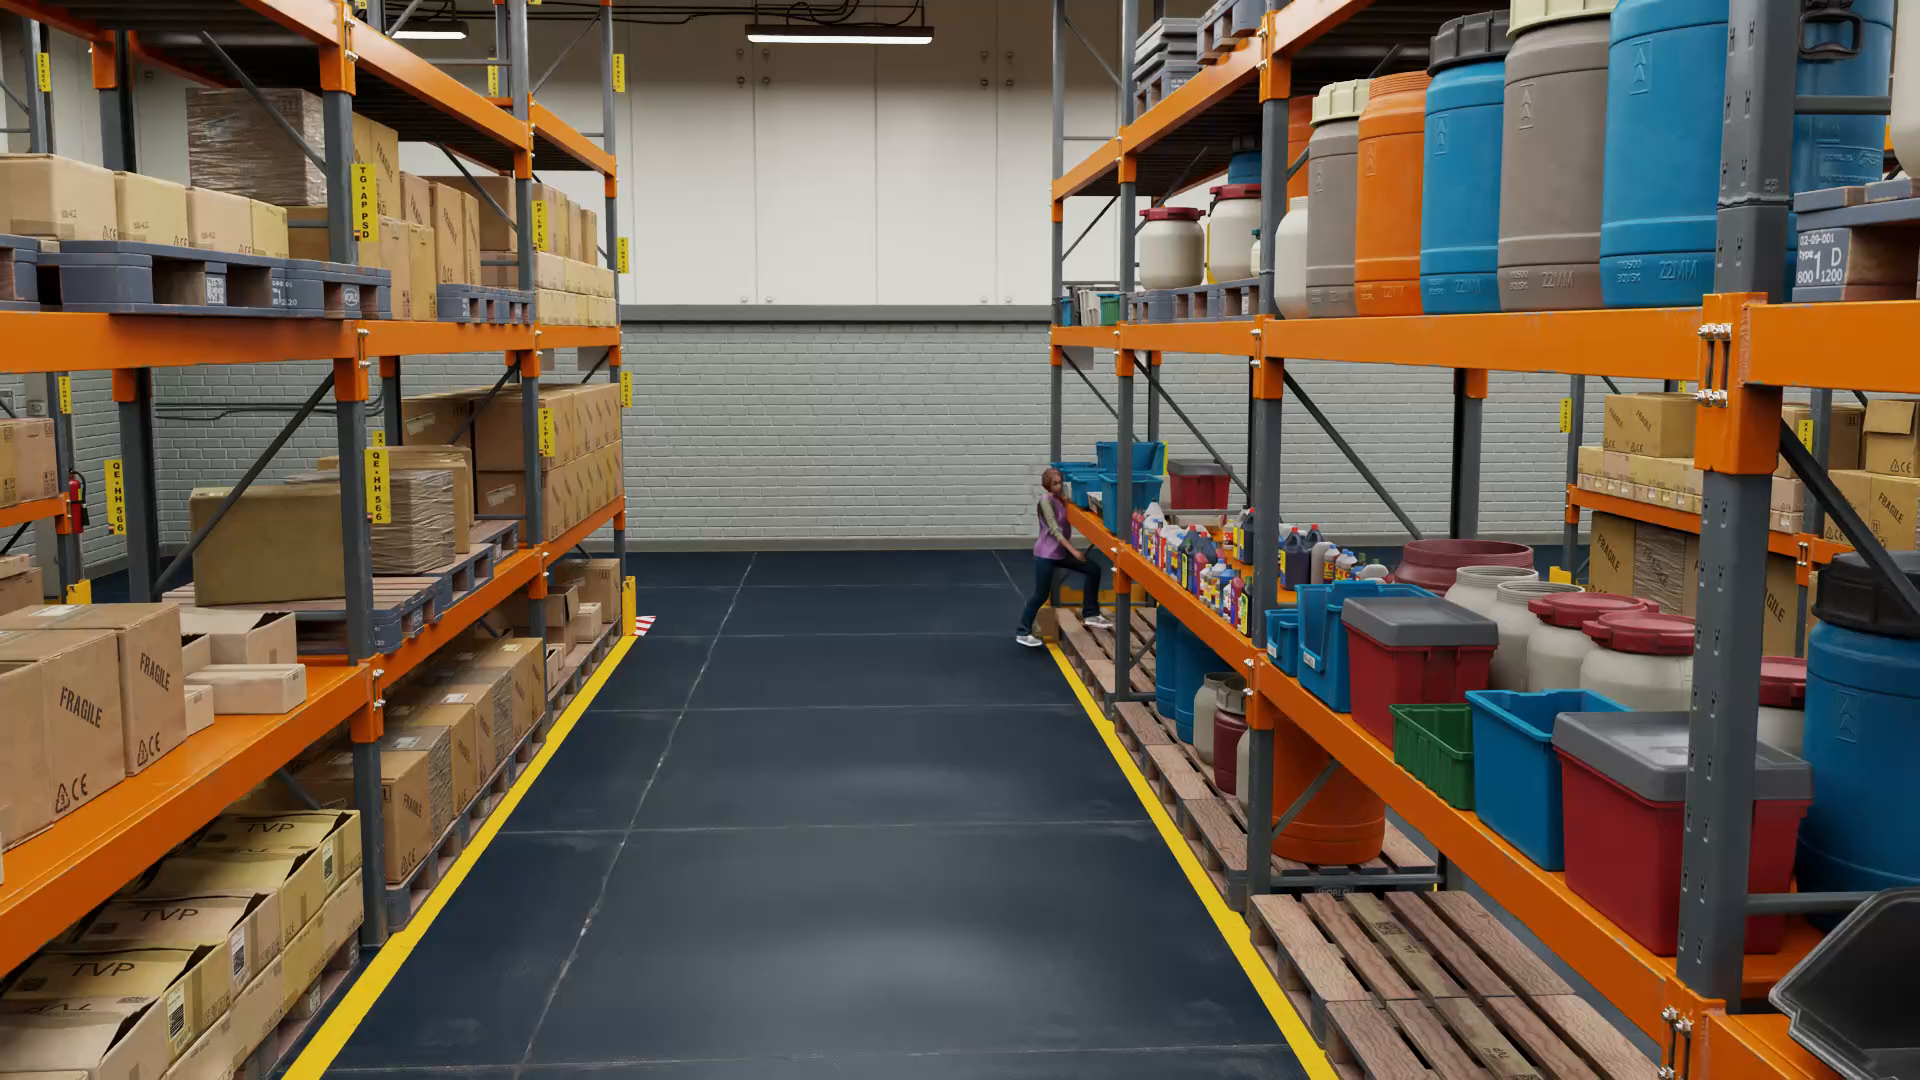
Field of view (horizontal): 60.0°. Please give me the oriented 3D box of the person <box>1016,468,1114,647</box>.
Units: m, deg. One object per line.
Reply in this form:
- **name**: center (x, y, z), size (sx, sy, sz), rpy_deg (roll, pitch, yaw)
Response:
- **person**: center (0.909, 0.154, 14.449), size (0.854, 1.561, 0.445), rpy_deg (4, 8, 27)
